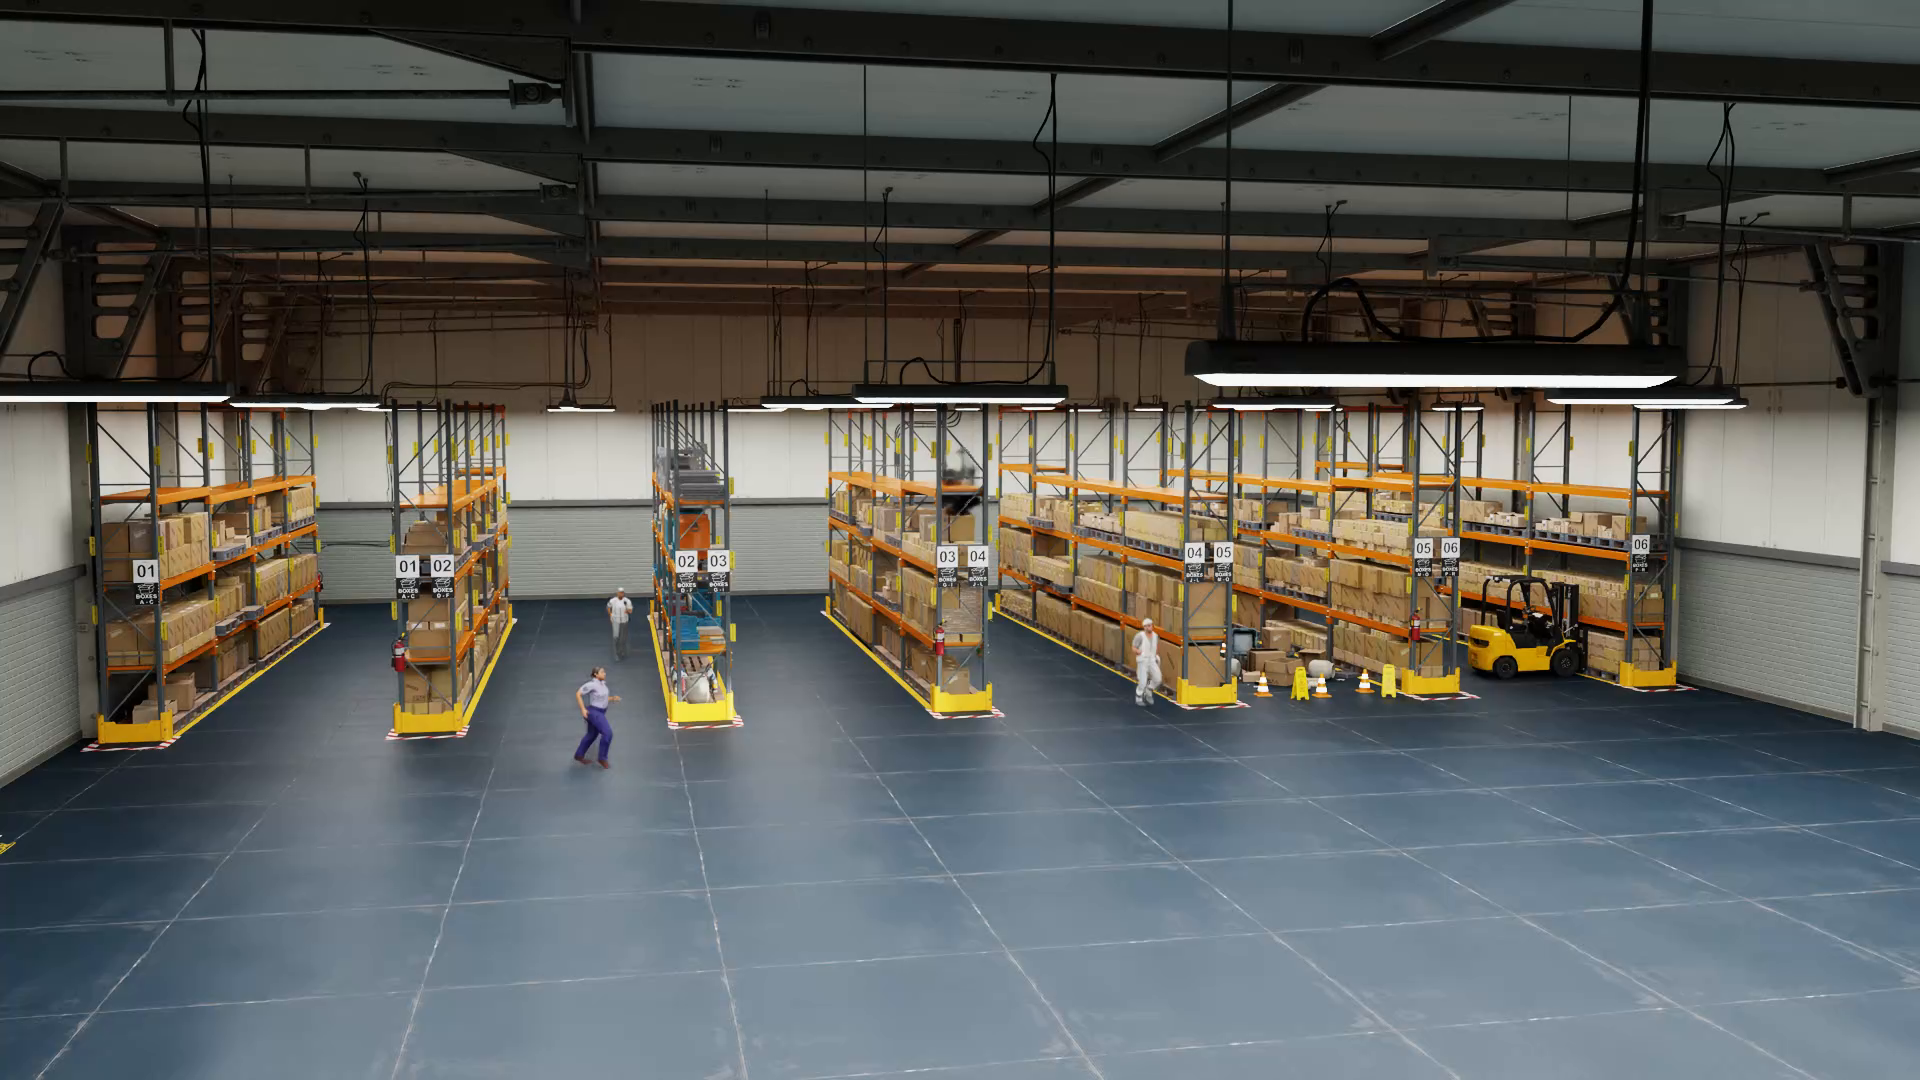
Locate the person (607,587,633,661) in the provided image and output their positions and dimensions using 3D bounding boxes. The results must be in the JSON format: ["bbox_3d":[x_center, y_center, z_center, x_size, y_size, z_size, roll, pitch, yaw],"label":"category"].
[{"bbox_3d":[-7.960,1.969,39.003,0.584,1.728,0.752,-1,5,-17],"label":"person"}]

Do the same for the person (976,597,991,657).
[{"bbox_3d":[0.448,1.882,39.382,0.685,1.735,0.635,-1,4,-17],"label":"person"}]

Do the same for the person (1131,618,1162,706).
[{"bbox_3d":[3.680,2.397,32.510,0.693,1.743,0.660,-2,5,-22],"label":"person"}]

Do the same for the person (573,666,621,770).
[{"bbox_3d":[-5.892,2.879,26.932,0.822,1.706,0.570,0,4,3],"label":"person"}]
